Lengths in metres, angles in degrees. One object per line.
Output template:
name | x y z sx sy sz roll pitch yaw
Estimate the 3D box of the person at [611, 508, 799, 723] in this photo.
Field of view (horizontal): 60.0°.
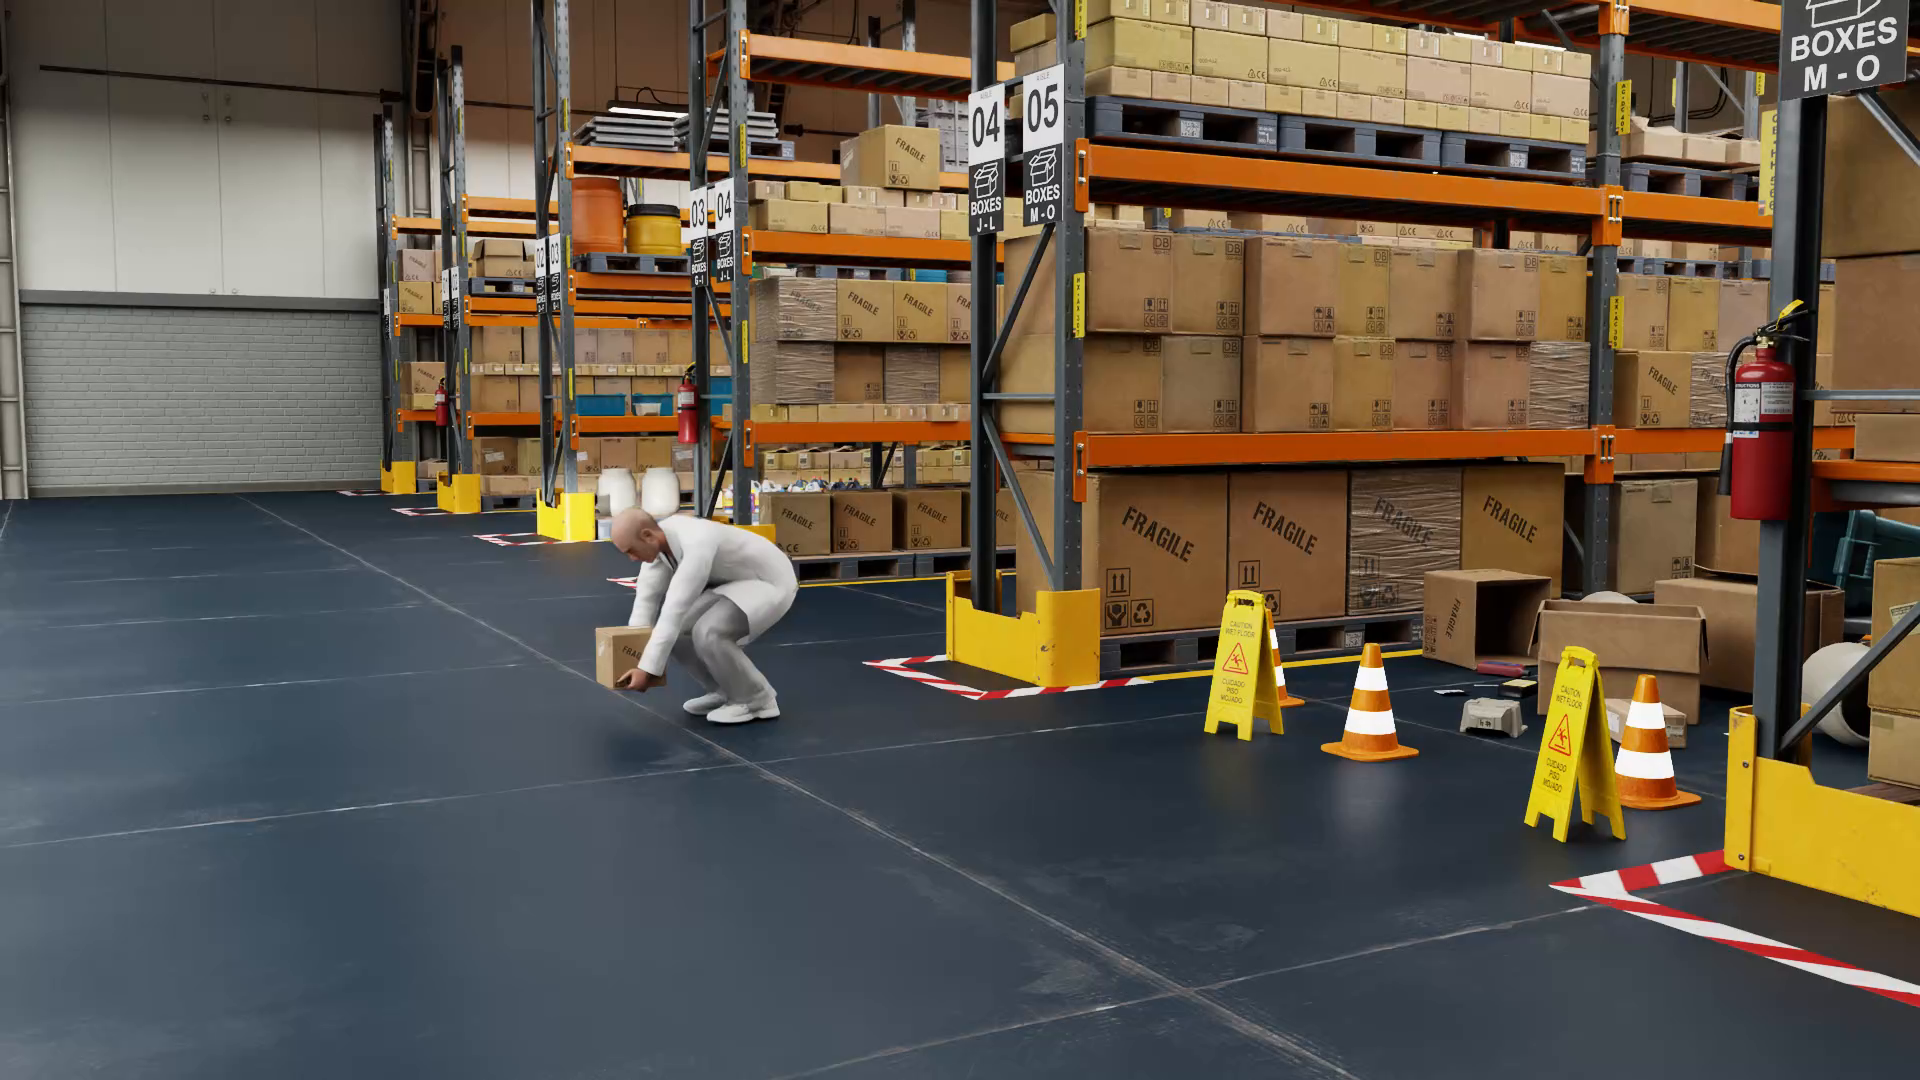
person | -1.196 0.341 7.732 0.927 1.008 0.589 -3 6 -31
